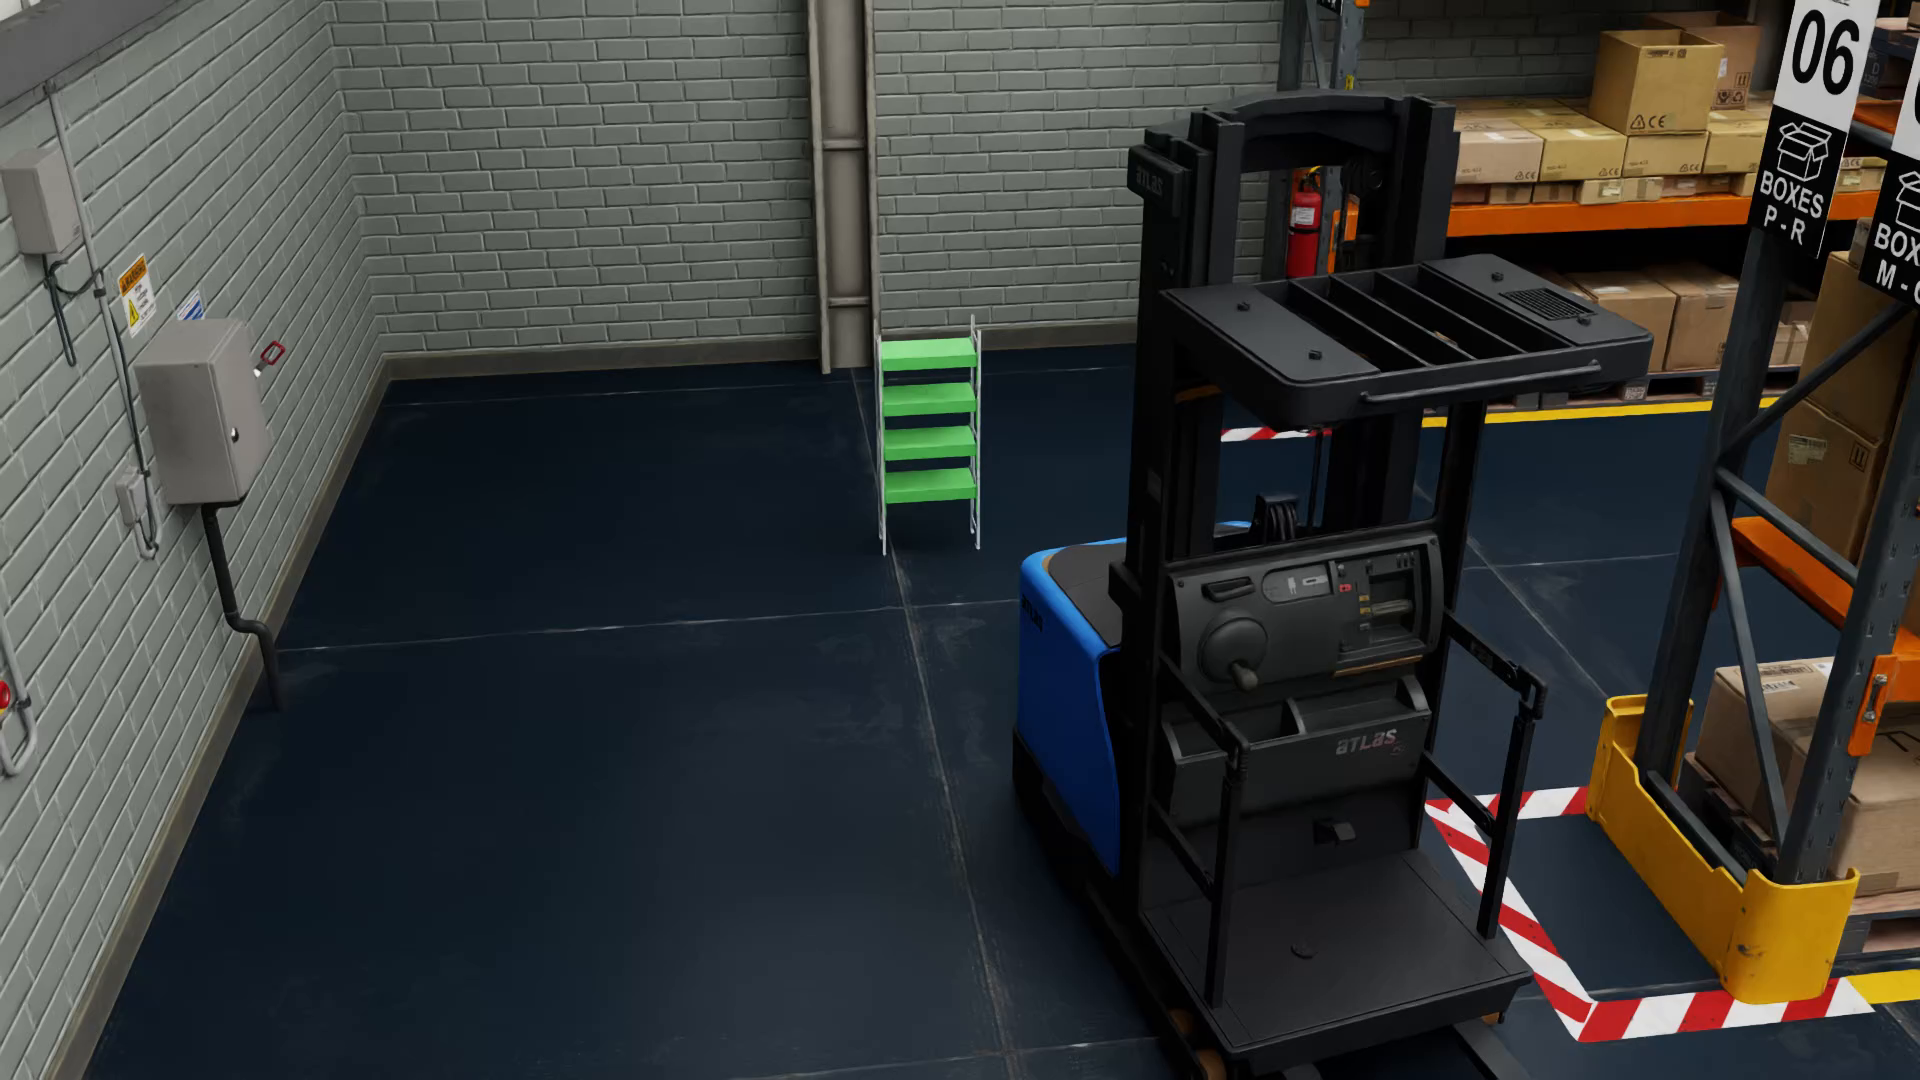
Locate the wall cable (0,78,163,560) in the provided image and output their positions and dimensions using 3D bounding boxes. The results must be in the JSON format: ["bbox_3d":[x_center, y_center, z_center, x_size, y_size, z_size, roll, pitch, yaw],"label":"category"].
[{"bbox_3d":[-3.028,-0.747,5.808,0.122,1.984,0.588,-4,27,-7],"label":"wall cable"}]

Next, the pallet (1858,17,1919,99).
[{"bbox_3d":[3.495,-1.371,4.948,1.213,0.211,1.003,-4,27,-7],"label":"pallet"}]

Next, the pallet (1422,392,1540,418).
[{"bbox_3d":[2.931,-1.083,10.630,1.213,0.211,1.003,-4,27,-7],"label":"pallet"}]

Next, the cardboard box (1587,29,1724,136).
[{"bbox_3d":[4.039,-2.670,9.684,0.500,0.500,0.500,-3,27,-6],"label":"cardboard box"}]

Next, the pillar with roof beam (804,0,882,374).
[{"bbox_3d":[-0.129,-3.227,5.181,0.400,9.000,9.100,-4,27,-7],"label":"pillar with roof beam"}]

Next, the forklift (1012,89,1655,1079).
[{"bbox_3d":[1.166,0.265,5.022,1.130,2.935,3.031,-9,28,-17],"label":"forklift"}]

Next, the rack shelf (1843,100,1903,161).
[{"bbox_3d":[4.743,-1.166,5.238,4.000,0.370,1.077,-4,27,-7],"label":"rack shelf"}]

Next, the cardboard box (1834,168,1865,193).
[{"bbox_3d":[5.238,-2.222,10.070,0.250,0.149,0.380,-3,27,-6],"label":"cardboard box"}]

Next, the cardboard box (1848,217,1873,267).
[{"bbox_3d":[3.089,-0.915,5.333,0.250,0.149,0.380,-3,27,-6],"label":"cardboard box"}]

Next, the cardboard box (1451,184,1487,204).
[{"bbox_3d":[2.931,-2.122,9.876,0.250,0.149,0.380,-4,27,-8],"label":"cardboard box"}]

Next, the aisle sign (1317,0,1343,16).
[{"bbox_3d":[2.040,-3.287,9.023,0.004,0.787,0.394,-4,27,-7],"label":"aisle sign"}]

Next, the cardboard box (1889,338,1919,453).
[{"bbox_3d":[3.277,-0.415,5.069,0.500,0.500,0.500,-4,27,-8],"label":"cardboard box"}]

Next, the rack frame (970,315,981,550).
[{"bbox_3d":[0.078,-0.539,8.486,0.015,1.200,0.240,-4,27,-7],"label":"rack frame"}]

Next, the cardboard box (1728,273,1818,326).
[{"bbox_3d":[5.341,-1.577,11.024,0.500,0.311,0.500,-3,27,-5],"label":"cardboard box"}]

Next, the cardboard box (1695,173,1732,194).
[{"bbox_3d":[4.455,-2.223,10.072,0.250,0.149,0.380,-3,27,-6],"label":"cardboard box"}]

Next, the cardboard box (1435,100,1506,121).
[{"bbox_3d":[2.996,-2.515,10.204,0.500,0.250,0.500,-4,27,-7],"label":"cardboard box"}]

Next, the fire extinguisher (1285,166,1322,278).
[{"bbox_3d":[1.986,-1.849,9.561,0.183,0.674,0.296,-4,27,-7],"label":"fire extinguisher"}]

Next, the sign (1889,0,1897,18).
[{"bbox_3d":[5.947,-3.288,10.604,0.005,0.325,0.100,-4,27,-7],"label":"sign"}]

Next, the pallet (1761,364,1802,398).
[{"bbox_3d":[5.348,-1.238,10.932,1.213,0.211,1.003,-4,27,-7],"label":"pallet"}]

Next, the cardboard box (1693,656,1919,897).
[{"bbox_3d":[3.402,0.842,6.170,0.875,0.438,0.875,-5,28,-9],"label":"cardboard box"}]

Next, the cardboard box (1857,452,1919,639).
[{"bbox_3d":[3.277,0.031,5.295,0.500,0.500,0.500,-4,27,-8],"label":"cardboard box"}]

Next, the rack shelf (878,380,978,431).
[{"bbox_3d":[-0.164,-0.680,8.375,0.480,0.148,0.258,-4,27,-7],"label":"rack shelf"}]

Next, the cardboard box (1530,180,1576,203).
[{"bbox_3d":[3.452,-2.130,9.891,0.250,0.149,0.380,-3,27,-6],"label":"cardboard box"}]

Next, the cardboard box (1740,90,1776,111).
[{"bbox_3d":[5.004,-2.643,10.454,0.500,0.250,0.500,-4,27,-8],"label":"cardboard box"}]

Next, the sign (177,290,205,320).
[{"bbox_3d":[-3.241,-0.782,7.092,0.001,0.494,0.329,-4,27,-7],"label":"sign"}]

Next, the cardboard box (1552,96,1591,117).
[{"bbox_3d":[4.005,-2.577,10.326,0.500,0.250,0.500,-4,27,-7],"label":"cardboard box"}]

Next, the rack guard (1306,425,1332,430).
[{"bbox_3d":[2.142,-1.160,10.464,0.348,0.500,1.175,-4,27,-7],"label":"rack guard"}]

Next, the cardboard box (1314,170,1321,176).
[{"bbox_3d":[2.358,-2.298,10.219,0.250,0.149,0.380,-4,27,-8],"label":"cardboard box"}]

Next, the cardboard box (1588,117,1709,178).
[{"bbox_3d":[4.058,-2.348,9.880,0.500,0.250,0.500,-4,27,-8],"label":"cardboard box"}]

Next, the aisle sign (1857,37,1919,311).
[{"bbox_3d":[2.731,-1.045,4.653,0.004,0.787,0.394,-4,27,-7],"label":"aisle sign"}]

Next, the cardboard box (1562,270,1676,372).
[{"bbox_3d":[4.075,-1.364,10.400,0.500,0.500,0.500,-3,27,-6],"label":"cardboard box"}]

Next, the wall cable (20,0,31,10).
[{"bbox_3d":[-2.934,-2.544,3.851,0.029,3.000,2.355,-4,27,-7],"label":"wall cable"}]

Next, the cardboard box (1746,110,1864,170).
[{"bbox_3d":[5.063,-2.406,9.993,0.500,0.250,0.500,-4,27,-7],"label":"cardboard box"}]

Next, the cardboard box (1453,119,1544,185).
[{"bbox_3d":[3.053,-2.273,9.732,0.500,0.250,0.500,-3,27,-7],"label":"cardboard box"}]

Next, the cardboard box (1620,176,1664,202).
[{"bbox_3d":[3.971,-2.138,9.907,0.250,0.149,0.380,-3,27,-6],"label":"cardboard box"}]

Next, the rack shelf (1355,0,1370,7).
[{"bbox_3d":[4.047,-3.409,9.611,4.000,0.370,1.077,-4,27,-7],"label":"rack shelf"}]

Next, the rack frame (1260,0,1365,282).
[{"bbox_3d":[2.067,-2.268,9.884,0.127,3.000,1.000,-4,27,-7],"label":"rack frame"}]

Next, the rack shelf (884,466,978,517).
[{"bbox_3d":[-0.164,-0.253,8.594,0.480,0.148,0.258,-4,27,-7],"label":"rack shelf"}]

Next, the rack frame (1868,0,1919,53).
[{"bbox_3d":[2.762,-2.693,4.142,0.127,3.000,1.000,-4,27,-7],"label":"rack frame"}]

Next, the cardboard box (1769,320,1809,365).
[{"bbox_3d":[5.163,-1.302,10.536,0.258,0.266,0.396,-3,27,-5],"label":"cardboard box"}]

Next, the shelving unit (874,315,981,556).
[{"bbox_3d":[-0.164,-0.523,8.456,0.503,1.200,0.258,-4,27,-7],"label":"shelving unit"}]

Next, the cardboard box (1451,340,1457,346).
[{"bbox_3d":[3.112,-1.192,10.449,0.250,0.149,0.380,-5,28,-9],"label":"cardboard box"}]
